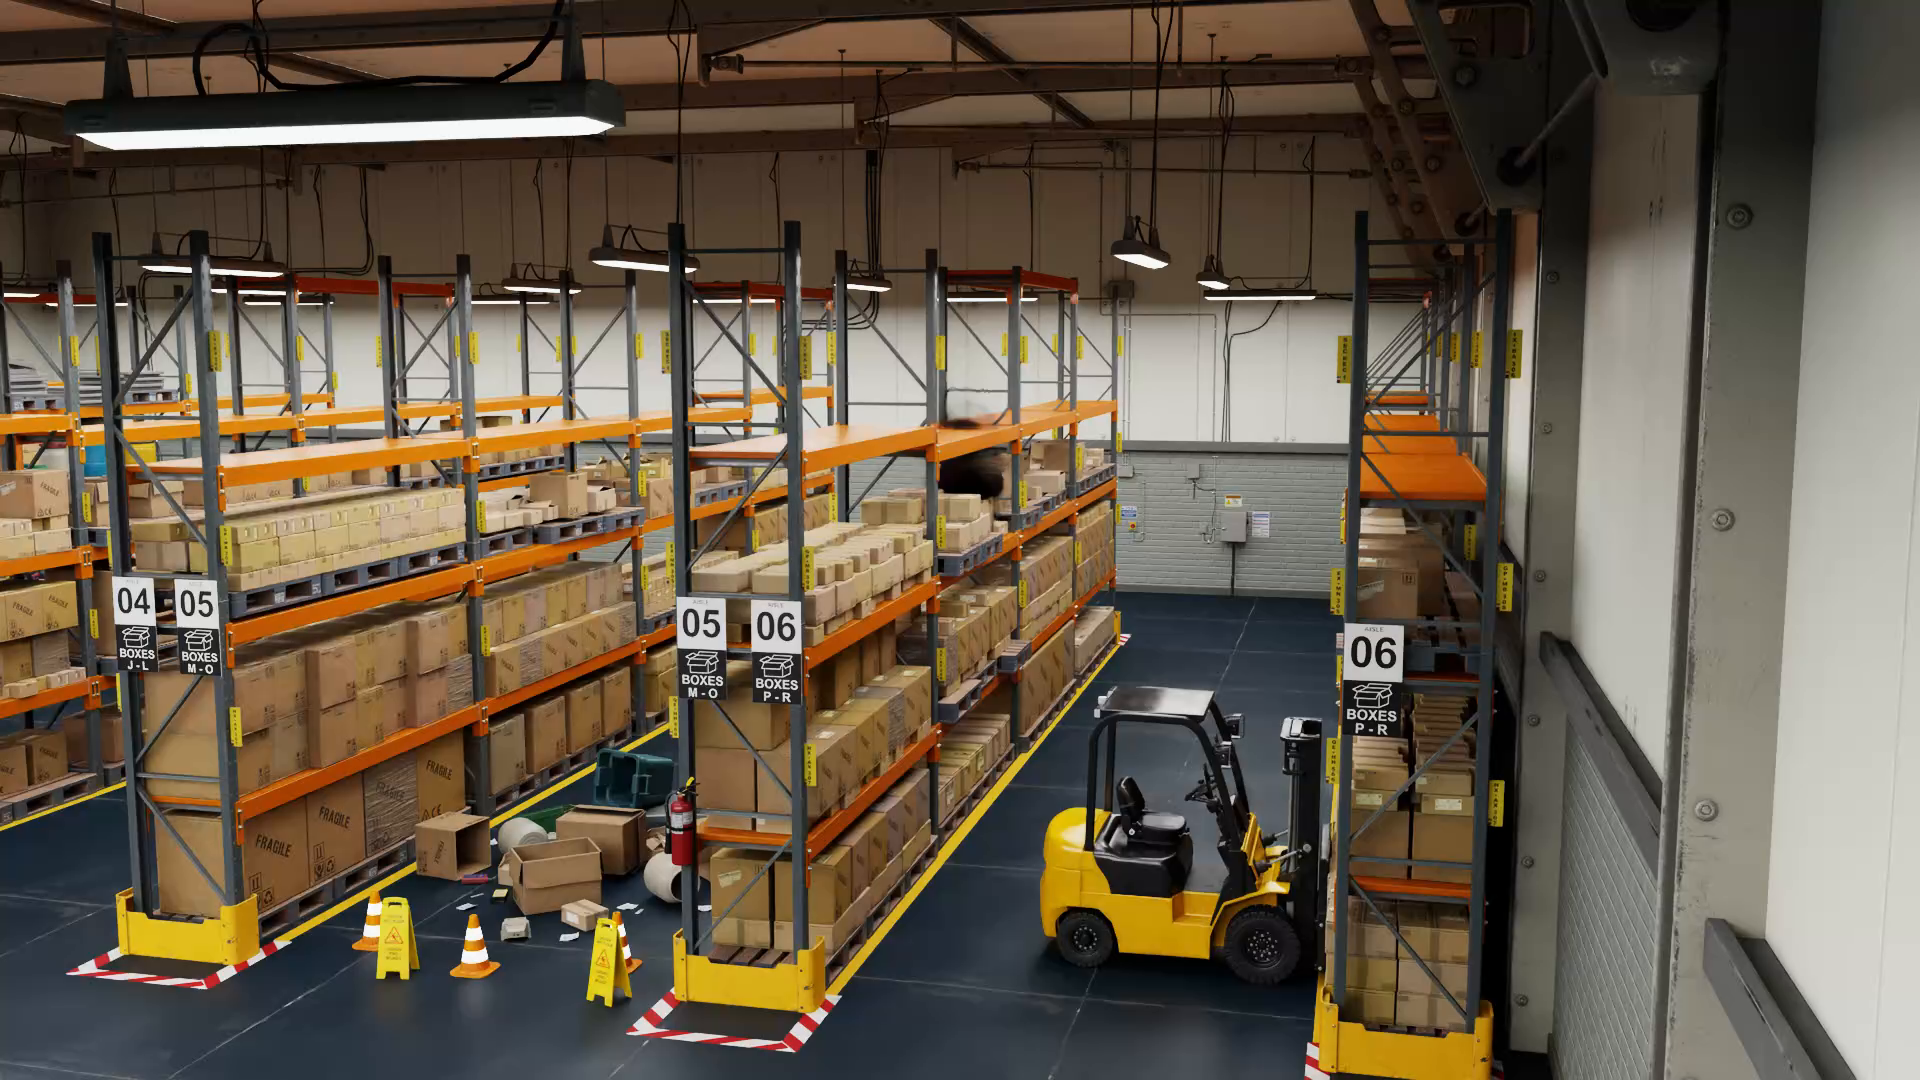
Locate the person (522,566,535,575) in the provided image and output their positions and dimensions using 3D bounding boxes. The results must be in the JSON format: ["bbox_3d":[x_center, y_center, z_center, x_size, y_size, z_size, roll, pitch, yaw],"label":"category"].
[{"bbox_3d":[-6.819,1.191,26.257,0.523,1.557,0.534,2,7,13],"label":"person"}]
